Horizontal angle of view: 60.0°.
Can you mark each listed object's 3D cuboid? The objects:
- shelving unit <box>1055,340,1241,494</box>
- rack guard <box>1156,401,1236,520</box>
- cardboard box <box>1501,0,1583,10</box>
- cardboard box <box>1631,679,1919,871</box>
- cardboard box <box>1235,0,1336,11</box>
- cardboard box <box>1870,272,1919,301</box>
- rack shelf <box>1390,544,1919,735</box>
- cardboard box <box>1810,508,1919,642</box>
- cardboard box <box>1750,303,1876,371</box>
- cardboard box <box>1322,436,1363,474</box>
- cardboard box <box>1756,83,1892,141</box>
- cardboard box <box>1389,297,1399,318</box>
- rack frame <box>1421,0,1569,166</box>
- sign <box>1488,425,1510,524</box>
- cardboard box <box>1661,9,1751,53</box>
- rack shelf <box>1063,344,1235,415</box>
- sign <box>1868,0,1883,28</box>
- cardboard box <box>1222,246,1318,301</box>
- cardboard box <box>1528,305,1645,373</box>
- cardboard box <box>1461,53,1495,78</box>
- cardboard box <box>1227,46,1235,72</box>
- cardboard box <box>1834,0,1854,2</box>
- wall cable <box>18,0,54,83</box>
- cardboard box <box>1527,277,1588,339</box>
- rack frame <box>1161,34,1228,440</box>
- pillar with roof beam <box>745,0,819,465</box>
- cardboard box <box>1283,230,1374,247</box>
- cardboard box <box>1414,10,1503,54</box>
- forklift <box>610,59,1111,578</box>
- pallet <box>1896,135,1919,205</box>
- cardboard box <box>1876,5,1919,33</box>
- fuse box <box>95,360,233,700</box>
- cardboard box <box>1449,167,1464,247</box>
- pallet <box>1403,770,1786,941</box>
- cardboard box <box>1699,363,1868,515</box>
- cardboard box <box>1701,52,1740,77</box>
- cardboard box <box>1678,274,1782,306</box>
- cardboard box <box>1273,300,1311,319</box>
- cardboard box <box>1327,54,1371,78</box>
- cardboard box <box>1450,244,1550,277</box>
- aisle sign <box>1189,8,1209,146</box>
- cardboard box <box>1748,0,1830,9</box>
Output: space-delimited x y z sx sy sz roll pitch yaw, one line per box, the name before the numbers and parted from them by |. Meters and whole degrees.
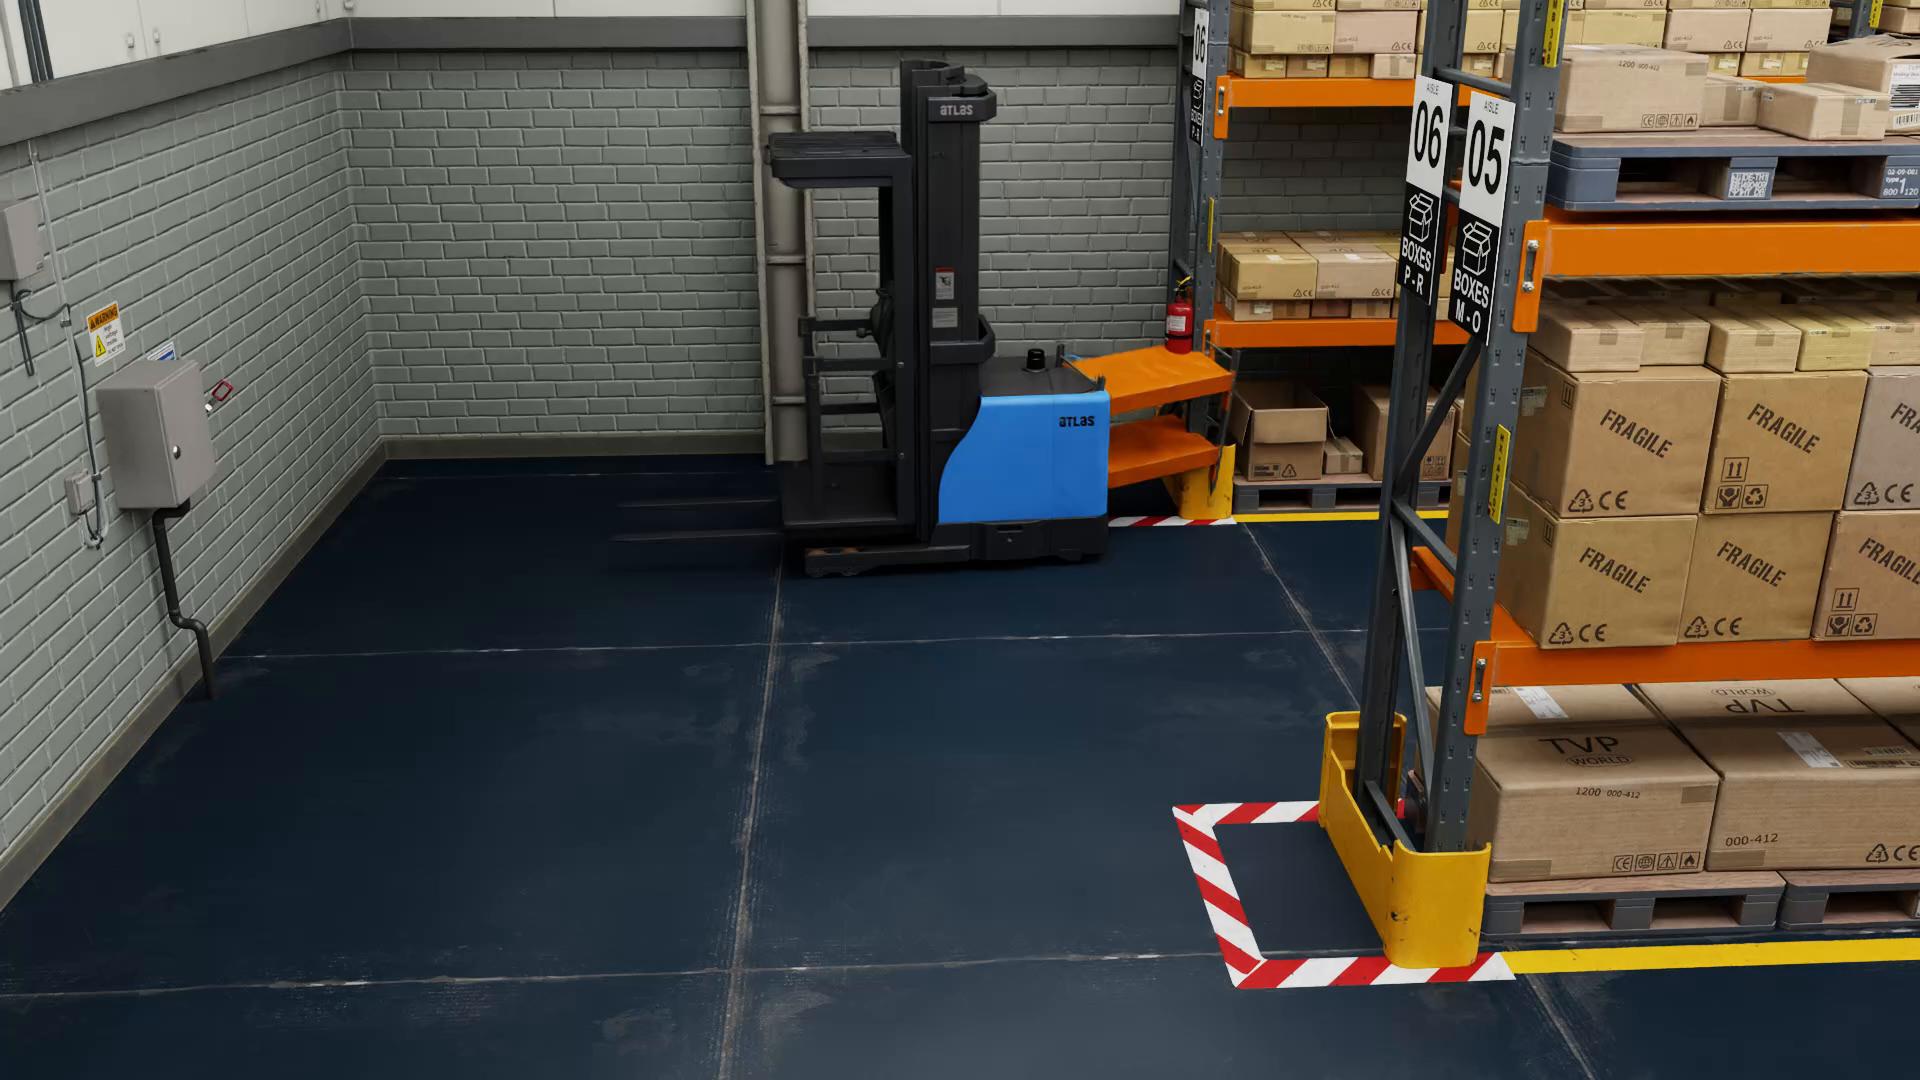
shelving unit | 1.133 -0.723 10.607 1.048 1.125 0.538 -13 37 -27
rack guard | 1.598 -0.576 11.430 0.348 0.500 1.175 -1 21 -3
cardboard box | 3.497 -3.399 10.208 0.500 0.250 0.500 -1 21 -2
cardboard box | 3.376 0.951 6.917 0.875 0.438 0.875 -1 21 -2
cardboard box | 1.979 -3.367 10.122 0.500 0.250 0.500 -1 21 -4
cardboard box | 3.690 -0.919 6.361 0.250 0.149 0.380 0 21 -1
rack shelf | 3.806 0.316 6.585 4.000 0.370 1.077 -1 21 -3
cardboard box | 3.317 0.042 6.154 0.500 0.500 0.500 -1 21 -3
cardboard box | 2.965 -0.712 5.818 0.250 0.149 0.380 -2 21 -5
cardboard box | 2.564 -0.580 11.345 0.250 0.149 0.380 -2 21 -5
cardboard box | 2.909 -1.447 5.612 0.250 0.149 0.380 0 21 -1
cardboard box | 2.898 -1.564 10.867 0.250 0.149 0.380 -1 21 -2
rack frame | 1.809 -2.783 5.283 0.127 3.000 1.000 -1 21 -3
sign | 1.835 -0.223 5.664 0.005 0.325 0.100 -1 21 -3
cardboard box | 4.530 -3.181 10.338 0.500 0.250 0.500 -2 21 -5
rack shelf | 1.156 -0.968 10.450 1.000 0.278 0.538 -13 37 -27
sign | 5.554 -3.274 10.063 0.005 0.325 0.100 -1 21 -3
cardboard box | 1.990 -1.725 10.728 0.500 0.250 0.500 -1 21 -3
cardboard box | 2.179 -0.705 5.800 0.250 0.149 0.380 -1 21 -2
cardboard box | 3.130 -2.968 10.338 0.250 0.149 0.380 -1 21 -4
cardboard box | 1.828 -3.115 10.725 0.250 0.149 0.380 -1 21 -2
cardboard box | 5.808 -3.538 10.685 0.250 0.149 0.380 -1 21 -4
wall cable | -4.015 -3.842 8.013 0.133 3.039 2.988 -1 21 -3
cardboard box | 2.156 -0.875 6.245 0.250 0.149 0.380 -1 21 -2
rack frame | 1.522 -1.742 10.982 0.127 3.000 1.000 -1 21 -3
pillar with roof beam | -0.976 -3.282 6.595 0.400 9.000 9.100 -1 21 -3
cardboard box | 2.481 -1.925 11.254 0.500 0.250 0.500 -1 21 -3
cardboard box | 2.999 -3.149 10.252 0.500 0.250 0.500 -2 21 -5
forklift | -0.640 -1.342 10.027 3.031 2.935 1.130 -2 21 -7
pallet | 3.770 -1.384 5.950 1.213 0.211 1.003 -1 21 -3
cardboard box | 5.836 -3.216 10.258 0.250 0.149 0.380 -1 21 -2
fuse box | -3.793 -0.003 8.225 0.414 1.711 0.539 -1 21 -3
cardboard box | 3.488 -2.106 10.675 0.500 0.500 0.500 -1 21 -2
pallet | 2.603 1.280 6.962 1.213 0.211 1.003 -1 21 -3
cardboard box | 2.820 -0.415 5.949 0.500 0.500 0.500 -2 21 -5
cardboard box | 4.660 -2.990 10.395 0.250 0.149 0.380 0 21 -1
cardboard box | 2.915 -0.914 6.349 0.250 0.149 0.380 -1 21 -2
cardboard box | 2.117 -1.556 10.845 0.250 0.149 0.380 -1 21 -2
cardboard box | 2.371 -2.964 10.329 0.250 0.149 0.380 -1 21 -3
cardboard box | 3.509 -1.764 10.833 0.500 0.250 0.500 -2 21 -4
aisle sign | 1.471 -2.852 10.241 0.004 0.787 0.394 -1 21 -3
cardboard box | 5.025 -3.432 10.295 0.500 0.250 0.500 -1 21 -3
